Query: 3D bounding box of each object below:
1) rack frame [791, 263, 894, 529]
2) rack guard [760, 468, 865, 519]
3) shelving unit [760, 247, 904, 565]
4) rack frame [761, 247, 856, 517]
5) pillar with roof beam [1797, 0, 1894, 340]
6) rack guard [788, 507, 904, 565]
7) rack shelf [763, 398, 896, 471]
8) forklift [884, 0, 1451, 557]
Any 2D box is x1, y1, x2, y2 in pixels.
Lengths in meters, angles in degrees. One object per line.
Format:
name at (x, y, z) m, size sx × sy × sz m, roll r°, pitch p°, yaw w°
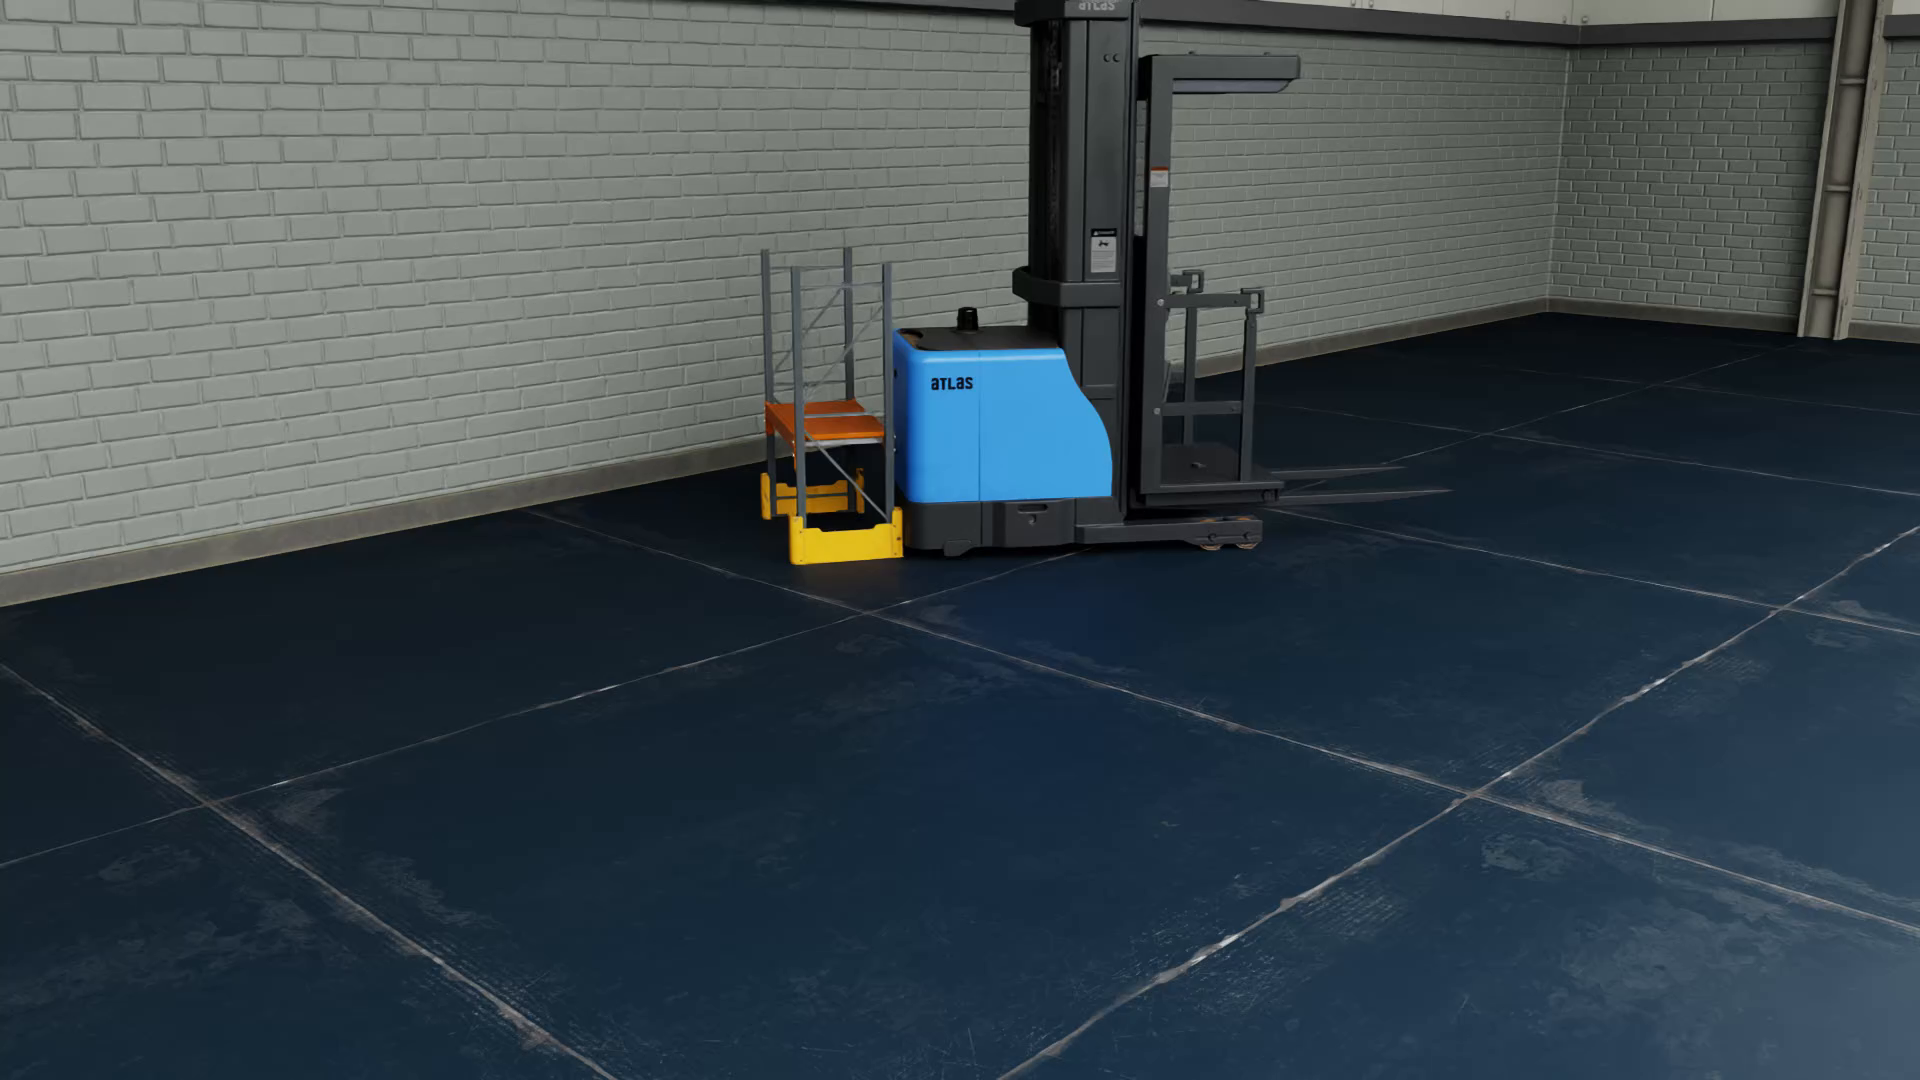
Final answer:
rack frame at (-0.582, -0.628, 8.366) m, size 0.500 × 1.500 × 0.032 m, roll -4°, pitch 15°, yaw -14°
rack guard at (-0.837, -0.266, 9.456) m, size 0.587 × 0.250 × 0.087 m, roll -4°, pitch 15°, yaw -14°
shelving unit at (-0.710, -0.749, 8.833) m, size 0.587 × 1.500 × 1.083 m, roll -4°, pitch 15°, yaw -14°
rack frame at (-0.842, -0.875, 9.317) m, size 0.500 × 1.500 × 0.032 m, roll -4°, pitch 15°, yaw -14°
pillar with roof beam at (5.735, -5.629, 12.688) m, size 0.400 × 9.000 × 9.100 m, roll 14°, pitch 20°, yaw 42°
rack guard at (-0.582, -0.023, 8.525) m, size 0.587 × 0.250 × 0.087 m, roll -4°, pitch 15°, yaw -14°
rack shelf at (-0.712, -0.577, 8.887) m, size 0.538 × 0.185 × 1.000 m, roll -4°, pitch 15°, yaw -14°
forklift at (1.139, -1.490, 8.838) m, size 3.031 × 2.935 × 1.130 m, roll -3°, pitch 15°, yaw -10°
